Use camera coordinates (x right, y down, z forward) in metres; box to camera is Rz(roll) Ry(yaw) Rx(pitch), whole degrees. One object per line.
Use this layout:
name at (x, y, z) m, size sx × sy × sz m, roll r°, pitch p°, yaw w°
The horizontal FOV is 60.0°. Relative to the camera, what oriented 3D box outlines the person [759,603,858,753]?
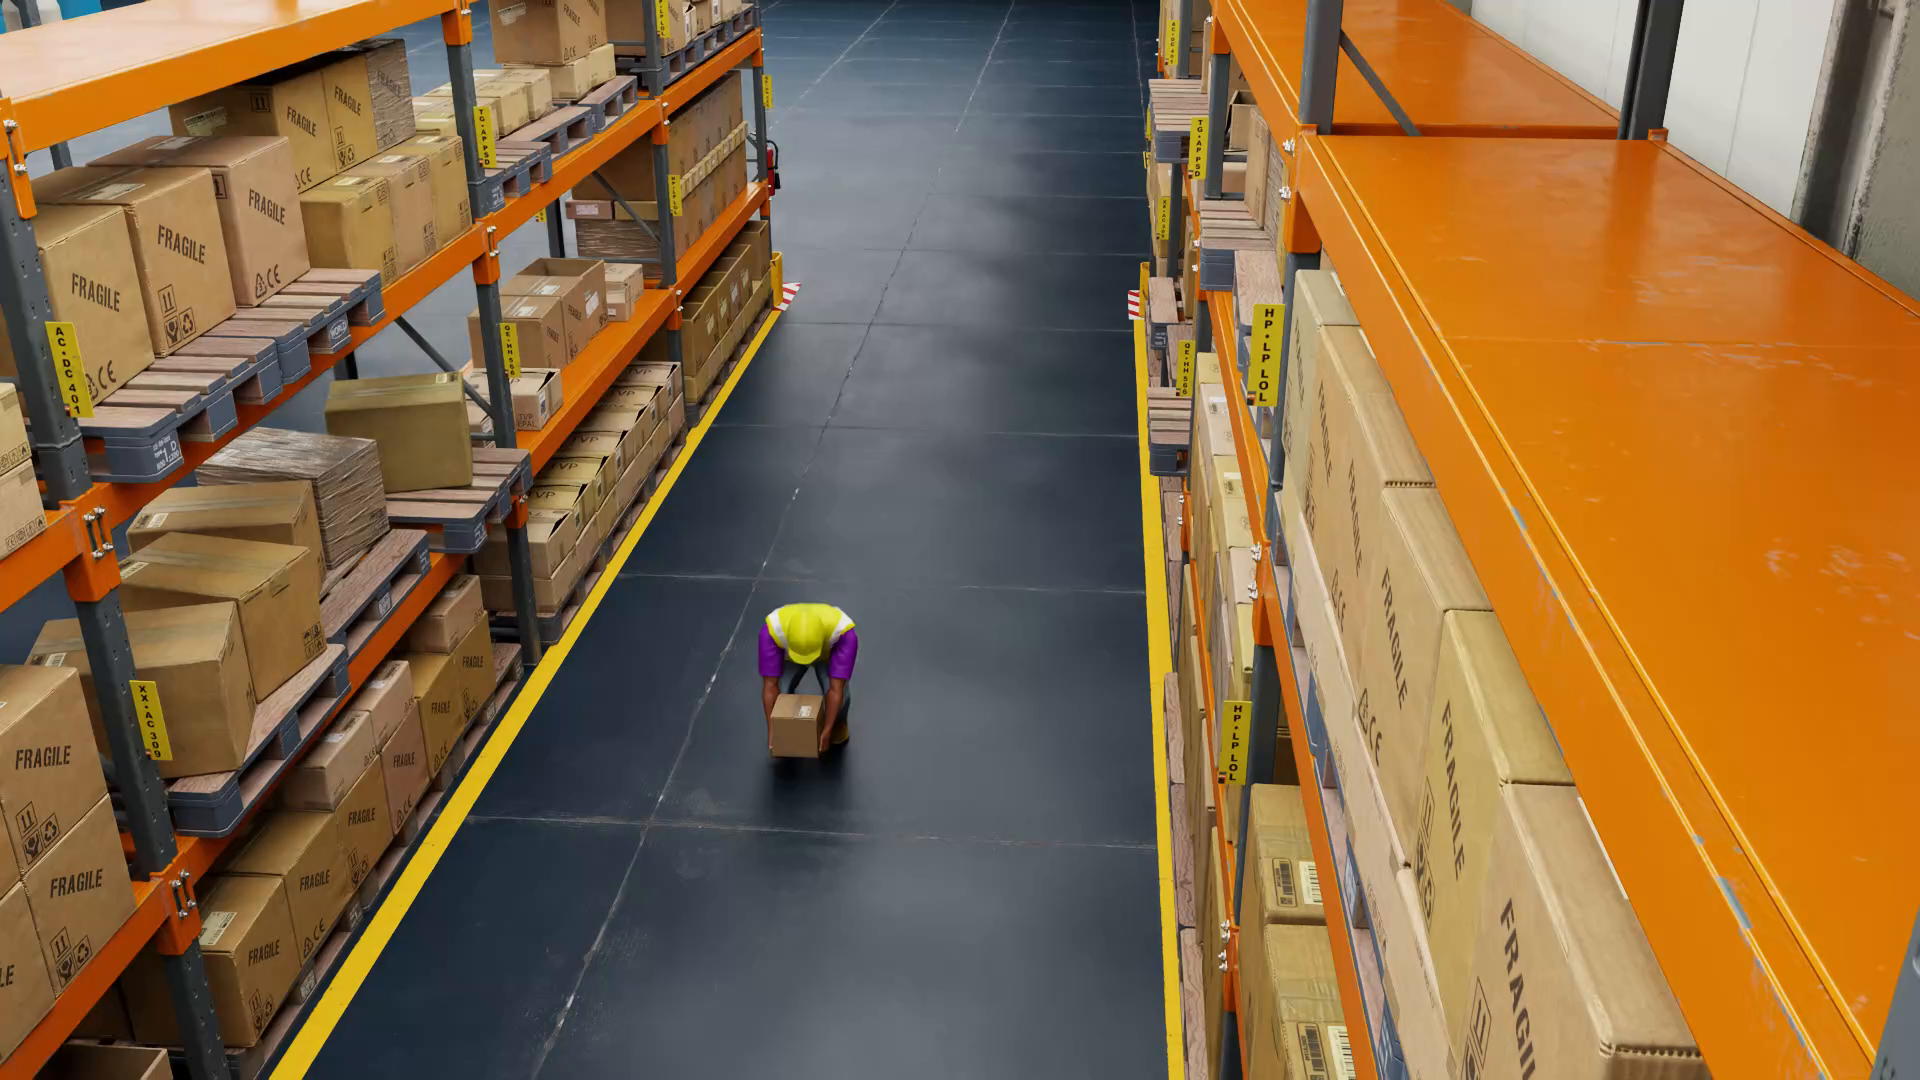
person at (-0.829, 0.719, 9.319) m, size 0.540 × 1.010 × 0.904 m, roll 1°, pitch 24°, yaw 3°
